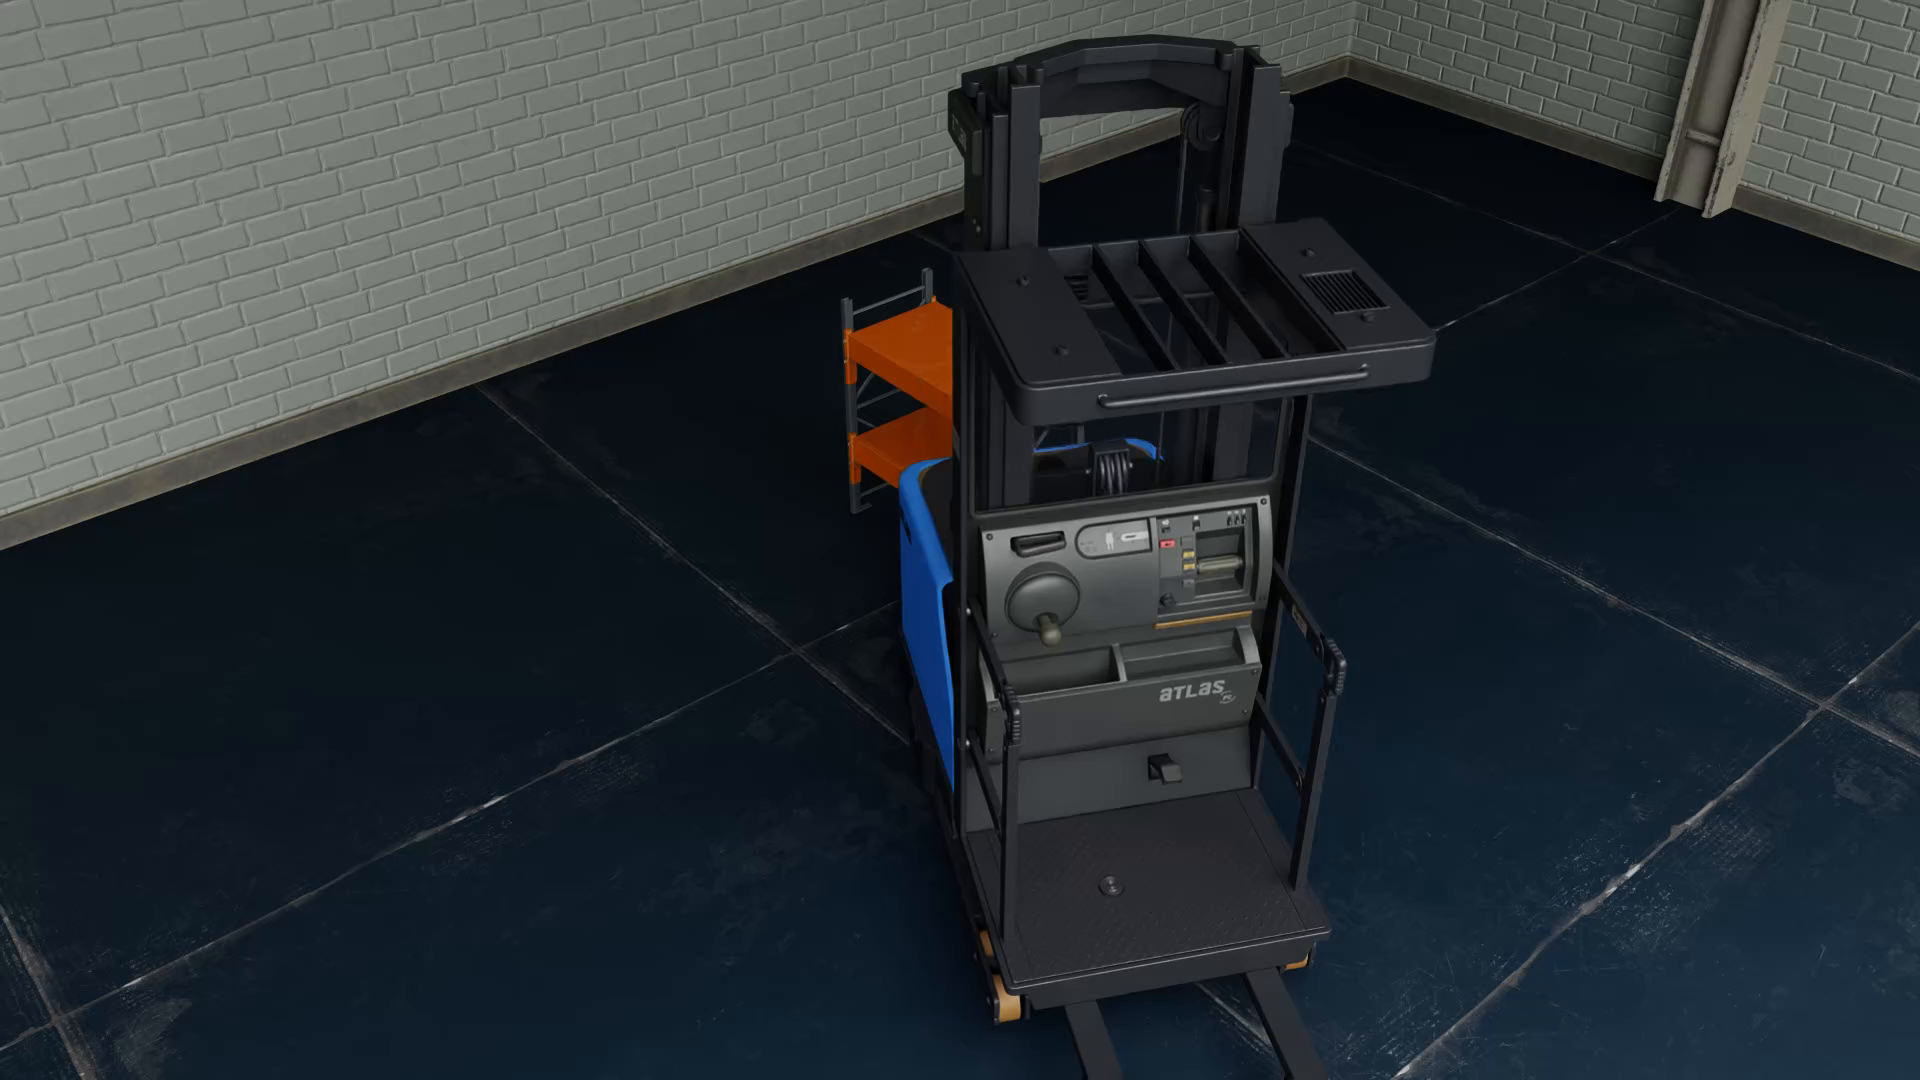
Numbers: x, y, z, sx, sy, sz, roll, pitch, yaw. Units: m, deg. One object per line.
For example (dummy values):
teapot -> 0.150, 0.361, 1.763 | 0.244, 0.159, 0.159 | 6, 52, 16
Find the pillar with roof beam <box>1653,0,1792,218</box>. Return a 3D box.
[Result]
pillar with roof beam -> 1.500, -4.272, 5.997 | 9.100, 9.000, 0.400 | -26, 43, -32

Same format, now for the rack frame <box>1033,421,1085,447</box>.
rack frame -> 0.332, -0.232, 7.104 | 0.500, 1.125, 0.032 | -26, 43, -32

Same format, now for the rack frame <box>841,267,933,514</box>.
rack frame -> -0.324, -0.681, 7.738 | 0.500, 1.125, 0.032 | -26, 43, -32

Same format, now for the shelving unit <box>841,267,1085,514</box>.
shelving unit -> 0.004, -0.456, 7.421 | 0.538, 1.125, 1.048 | -26, 43, -32

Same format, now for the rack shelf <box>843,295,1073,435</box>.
rack shelf -> 0.004, -0.695, 7.252 | 0.538, 0.278, 1.000 | -26, 43, -32

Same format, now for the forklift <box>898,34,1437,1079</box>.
forklift -> 0.574, 0.154, 4.996 | 1.130, 2.935, 3.031 | -7, 36, -10

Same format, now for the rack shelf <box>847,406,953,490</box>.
rack shelf -> 0.004, -0.257, 7.562 | 0.538, 0.278, 1.000 | -26, 43, -32
